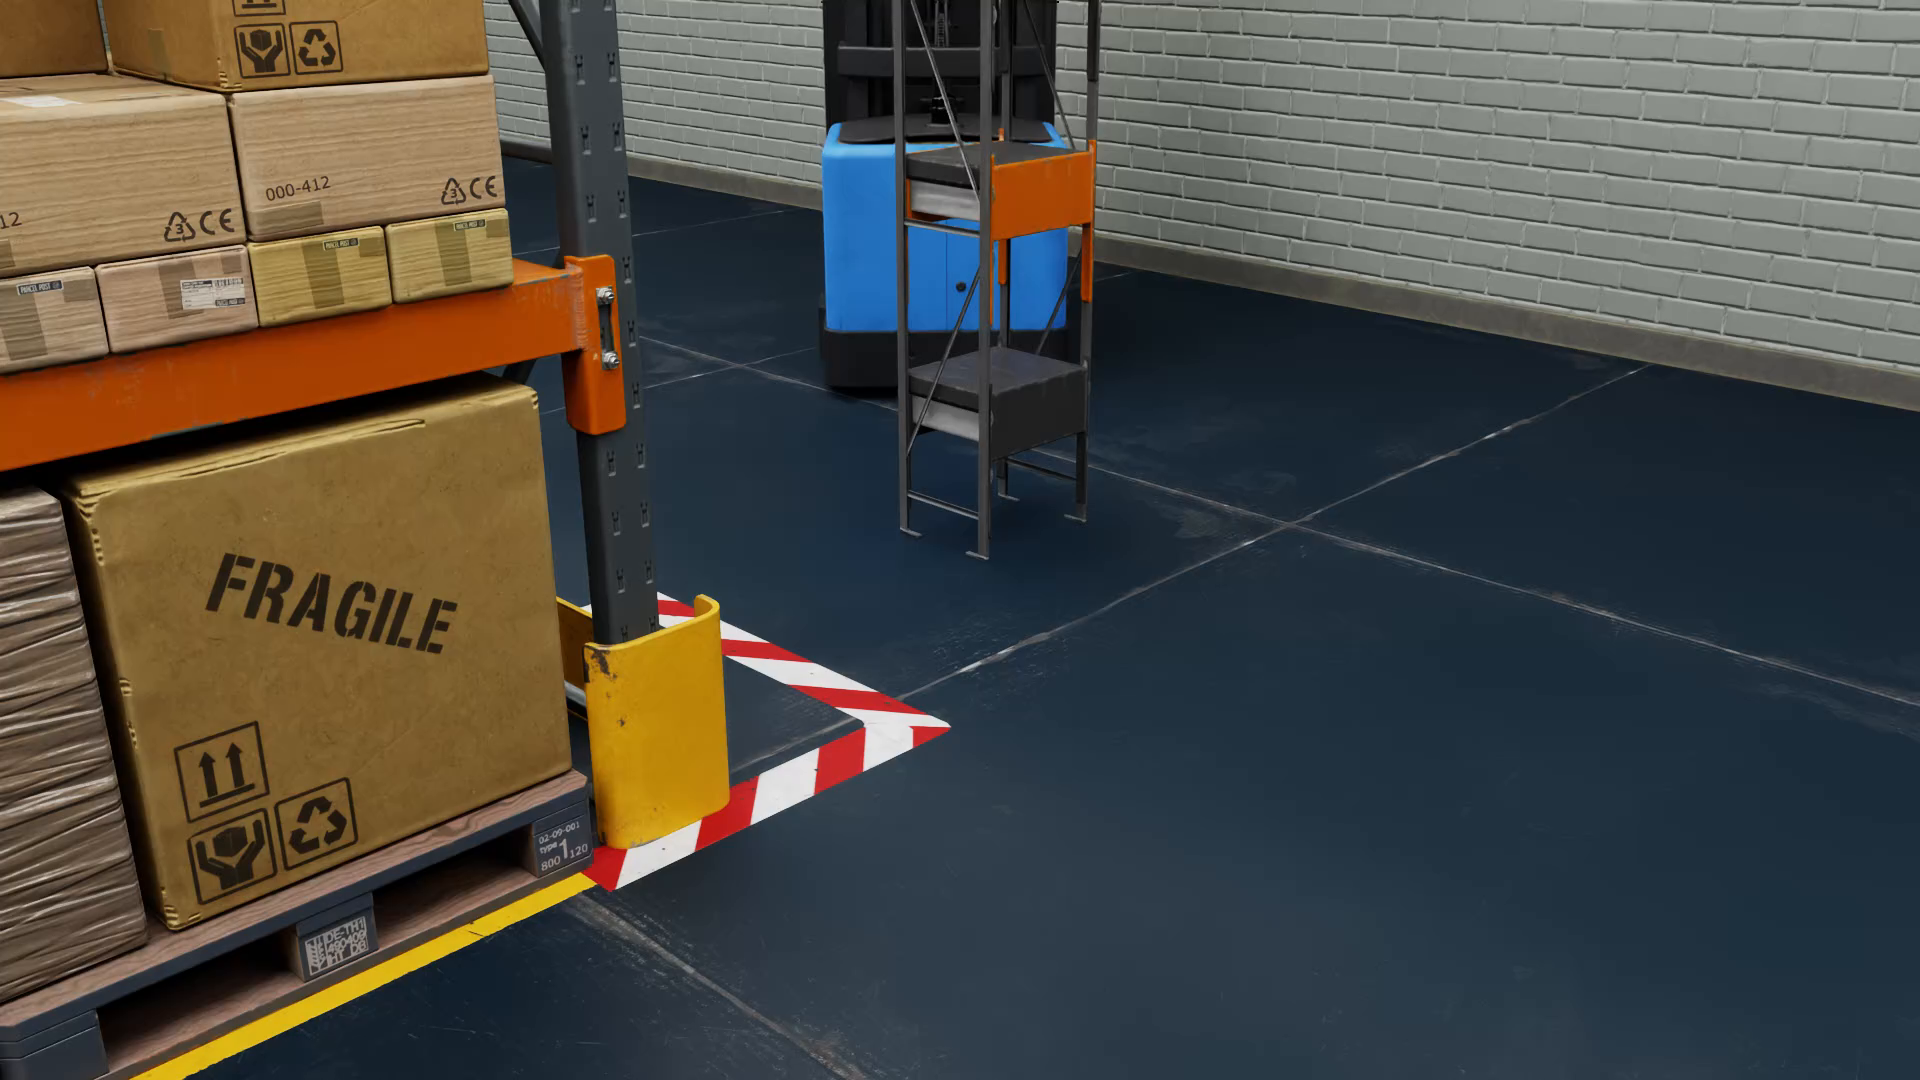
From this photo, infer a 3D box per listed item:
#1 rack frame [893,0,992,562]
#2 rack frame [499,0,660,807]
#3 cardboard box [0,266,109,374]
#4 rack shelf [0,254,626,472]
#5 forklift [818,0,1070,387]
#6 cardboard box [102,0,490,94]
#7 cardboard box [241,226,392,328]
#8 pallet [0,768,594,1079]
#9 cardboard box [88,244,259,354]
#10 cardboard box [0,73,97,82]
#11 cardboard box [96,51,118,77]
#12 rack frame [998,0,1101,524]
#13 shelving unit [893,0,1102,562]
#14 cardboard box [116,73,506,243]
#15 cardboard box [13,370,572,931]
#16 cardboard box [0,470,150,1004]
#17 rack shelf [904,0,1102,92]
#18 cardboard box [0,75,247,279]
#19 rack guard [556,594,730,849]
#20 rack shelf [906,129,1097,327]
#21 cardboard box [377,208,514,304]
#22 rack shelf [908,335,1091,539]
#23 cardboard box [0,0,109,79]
[{"bbox_3d":[-0.055,-0.960,5.145,0.400,2.100,0.015,19,28,41],"label":"rack frame"},{"bbox_3d":[-1.076,-0.876,3.672,1.000,3.000,0.127,19,28,41],"label":"rack frame"},{"bbox_3d":[-1.620,-0.389,2.756,0.250,0.149,0.380,-20,28,-41],"label":"cardboard box"},{"bbox_3d":[-2.471,-0.026,2.464,1.077,0.370,4.000,19,28,41],"label":"rack shelf"},{"bbox_3d":[-0.103,-2.497,7.985,1.130,2.935,3.031,-1,21,-2],"label":"forklift"},{"bbox_3d":[-1.227,-1.104,3.014,0.500,0.500,0.500,20,29,41],"label":"cardboard box"},{"bbox_3d":[-1.268,-0.517,3.090,0.380,0.149,0.250,20,28,41],"label":"cardboard box"},{"bbox_3d":[-1.577,0.651,3.587,1.003,0.211,1.213,19,28,41],"label":"pallet"},{"bbox_3d":[-1.445,-0.453,2.922,0.380,0.149,0.250,19,28,41],"label":"cardboard box"},{"bbox_3d":[-1.962,-0.754,3.149,0.500,0.250,0.500,19,28,40],"label":"cardboard box"},{"bbox_3d":[-1.604,-0.889,3.501,0.500,0.250,0.500,18,28,39],"label":"cardboard box"},{"bbox_3d":[0.286,-1.085,5.472,0.400,2.100,0.015,19,28,41],"label":"rack frame"},{"bbox_3d":[0.115,-1.023,5.309,0.431,2.100,0.503,19,28,41],"label":"shelving unit"},{"bbox_3d":[-1.224,-0.754,3.149,0.500,0.250,0.500,19,28,40],"label":"cardboard box"},{"bbox_3d":[-1.465,0.104,3.498,0.875,0.875,0.875,19,28,41],"label":"cardboard box"},{"bbox_3d":[-2.100,0.338,2.889,0.875,0.875,0.875,19,28,41],"label":"cardboard box"},{"bbox_3d":[0.116,-1.663,5.062,0.431,0.518,0.480,19,28,41],"label":"rack shelf"},{"bbox_3d":[-1.578,-0.623,2.810,0.500,0.250,0.500,19,28,40],"label":"cardboard box"},{"bbox_3d":[-1.059,0.285,4.137,1.175,0.500,0.348,19,28,41],"label":"rack guard"},{"bbox_3d":[0.115,-1.010,5.313,0.431,0.518,0.480,19,28,41],"label":"rack shelf"},{"bbox_3d":[-1.088,-0.585,3.265,0.250,0.149,0.380,-20,28,-41],"label":"cardboard box"},{"bbox_3d":[0.115,-0.357,5.565,0.431,0.518,0.480,19,28,41],"label":"rack shelf"},{"bbox_3d":[-1.953,-1.110,3.032,0.500,0.500,0.500,18,28,39],"label":"cardboard box"}]
